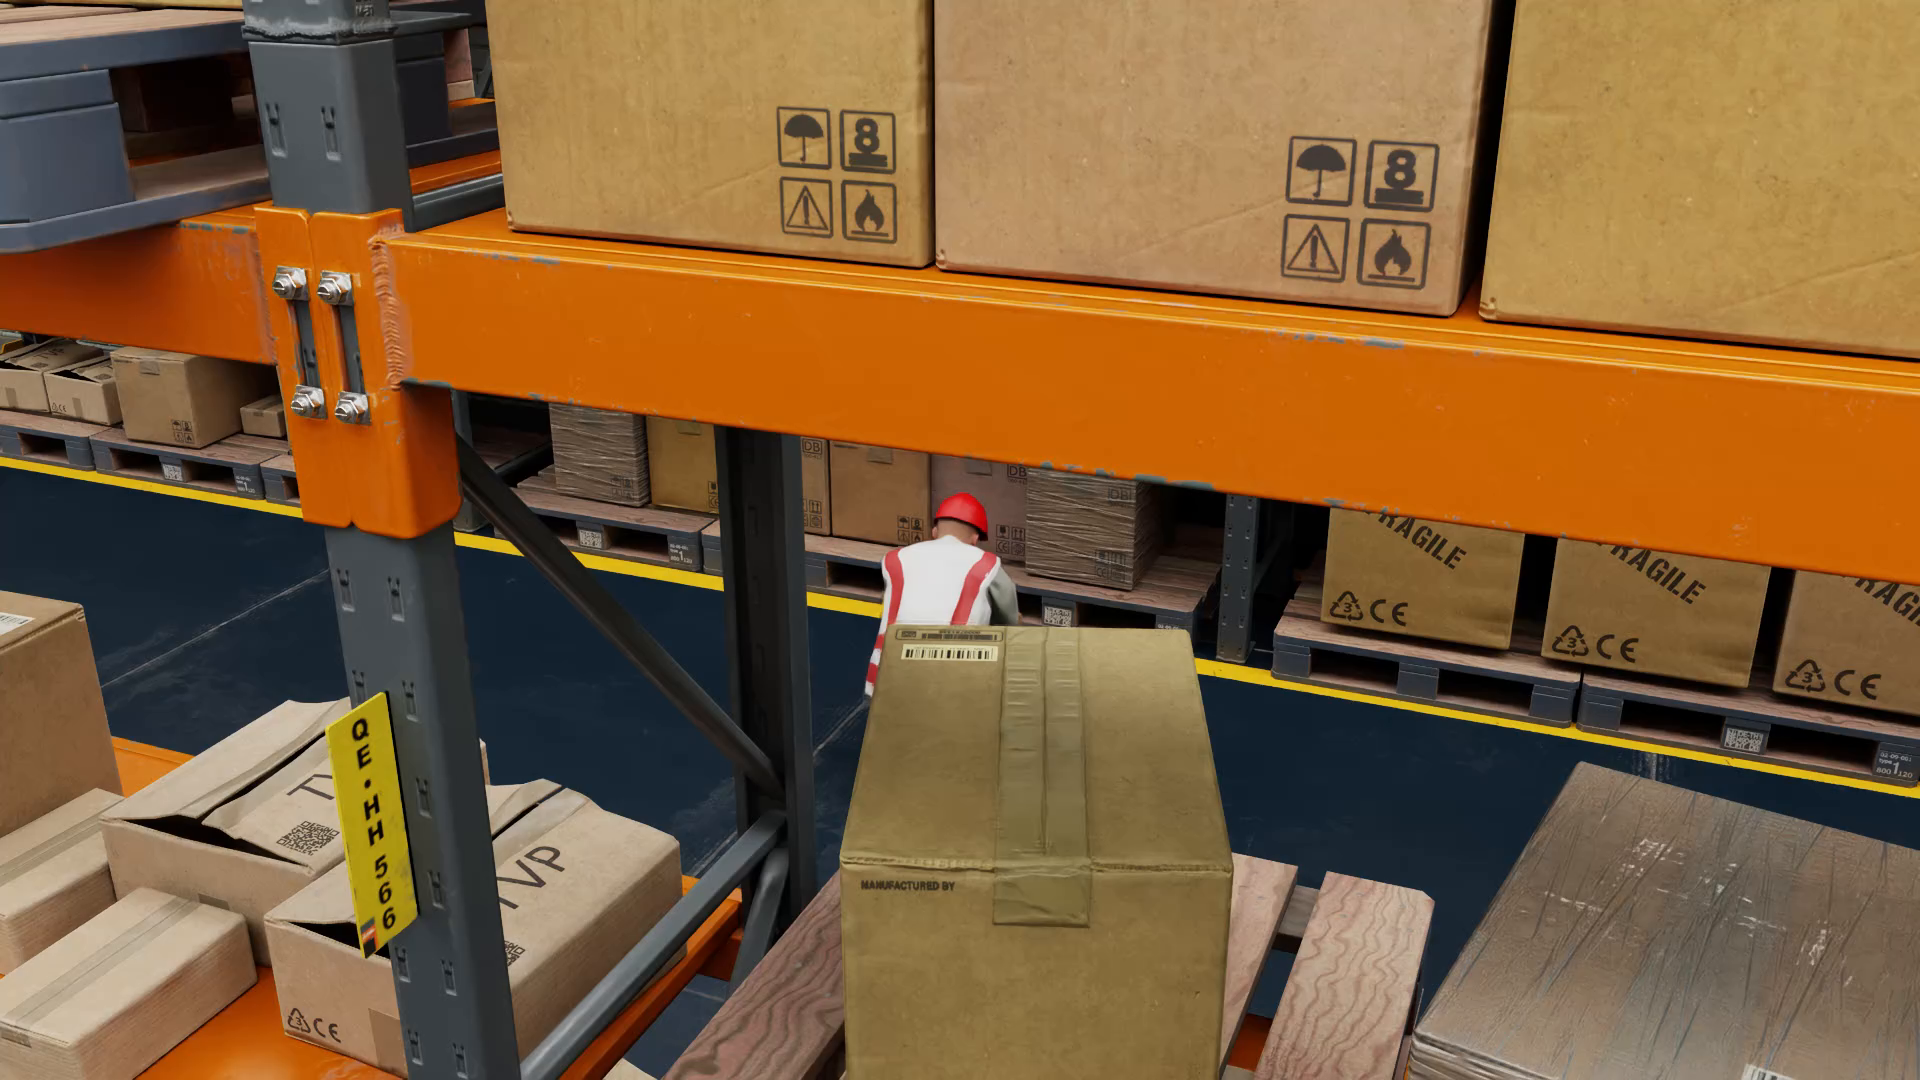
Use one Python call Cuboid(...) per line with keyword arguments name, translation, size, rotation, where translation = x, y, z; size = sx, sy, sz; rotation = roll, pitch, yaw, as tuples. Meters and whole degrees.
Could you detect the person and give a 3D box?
Cuboid(name="person", translation=(-0.055, 0.392, 6.162), size=(0.544, 0.994, 0.902), rotation=(8, 24, 19))
